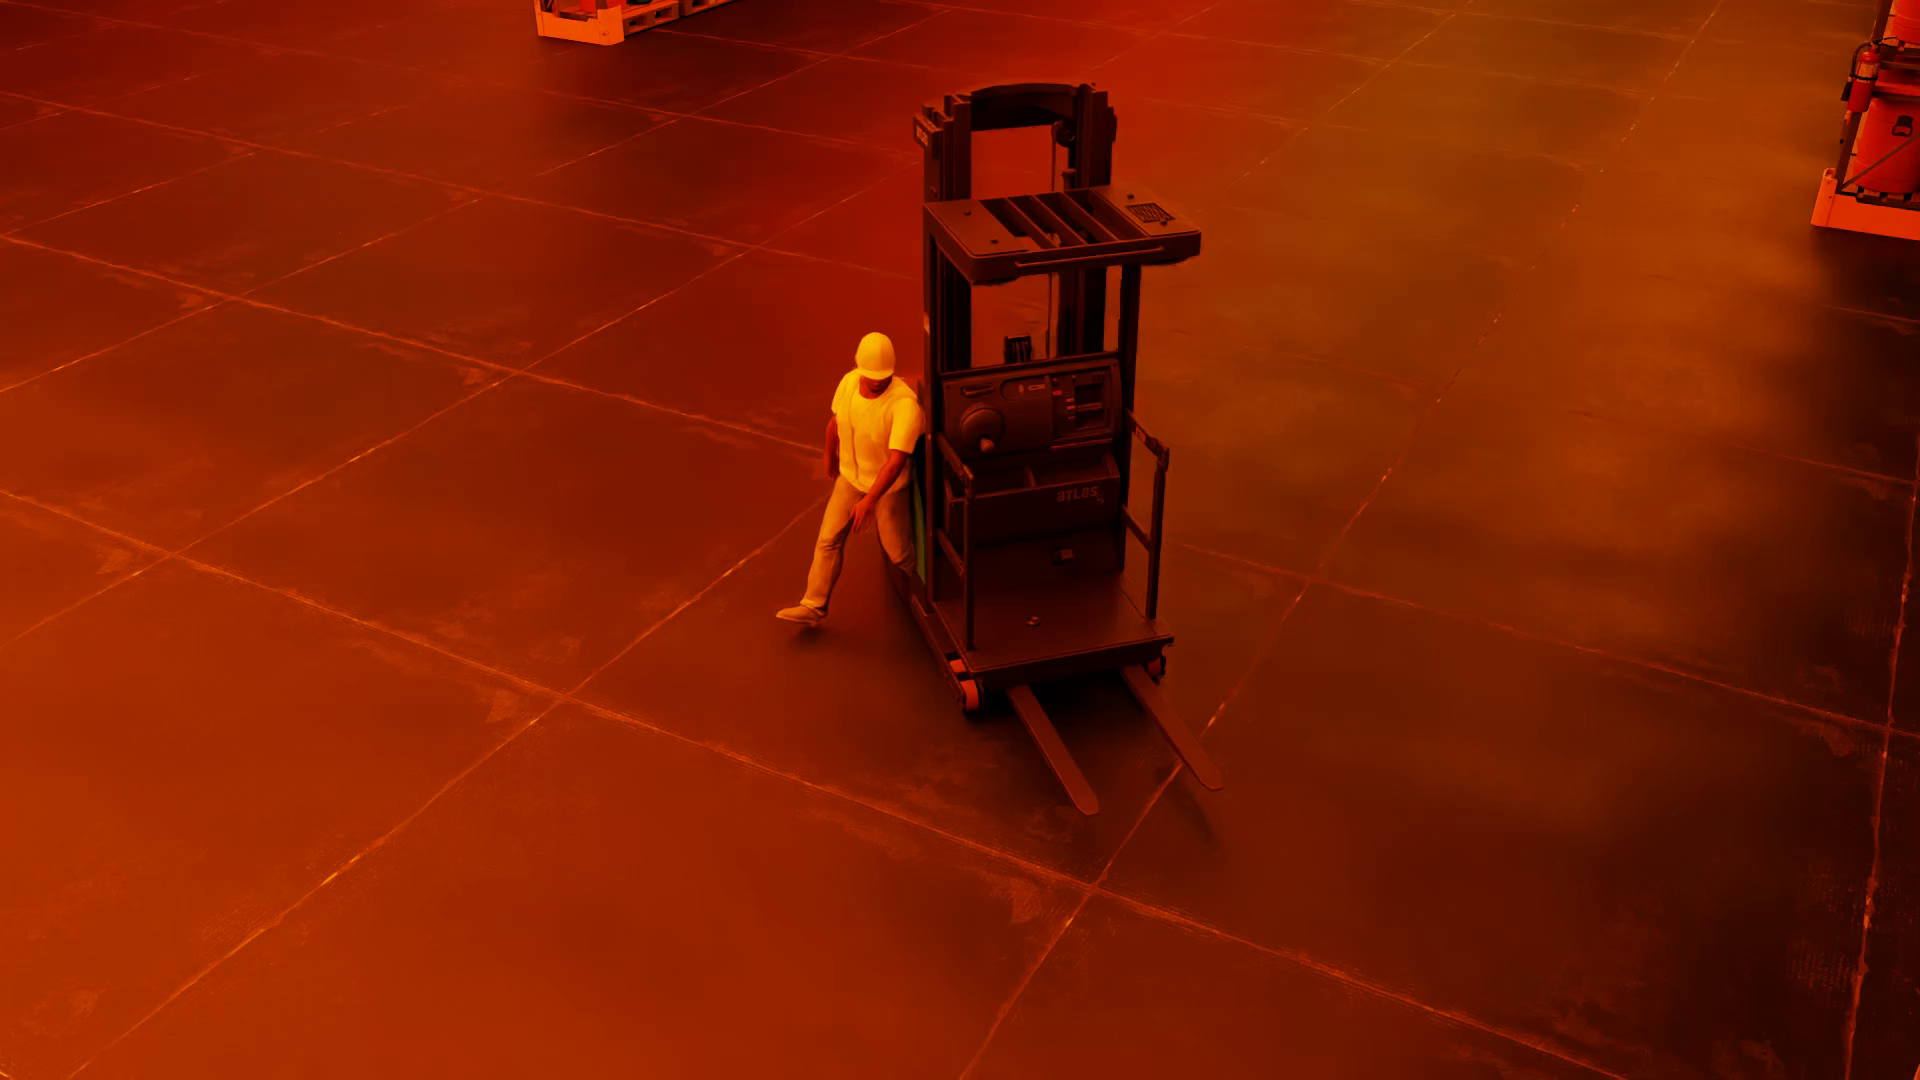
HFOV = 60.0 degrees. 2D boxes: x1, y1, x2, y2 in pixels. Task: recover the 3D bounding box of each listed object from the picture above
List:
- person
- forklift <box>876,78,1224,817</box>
[{"bbox_3d":[-0.561,-0.291,8.852,0.752,1.736,0.926,21,36,32],"label":"person"},{"bbox_3d":[0.433,-0.616,8.137,1.130,2.935,3.031,-9,31,-15],"label":"forklift"}]
